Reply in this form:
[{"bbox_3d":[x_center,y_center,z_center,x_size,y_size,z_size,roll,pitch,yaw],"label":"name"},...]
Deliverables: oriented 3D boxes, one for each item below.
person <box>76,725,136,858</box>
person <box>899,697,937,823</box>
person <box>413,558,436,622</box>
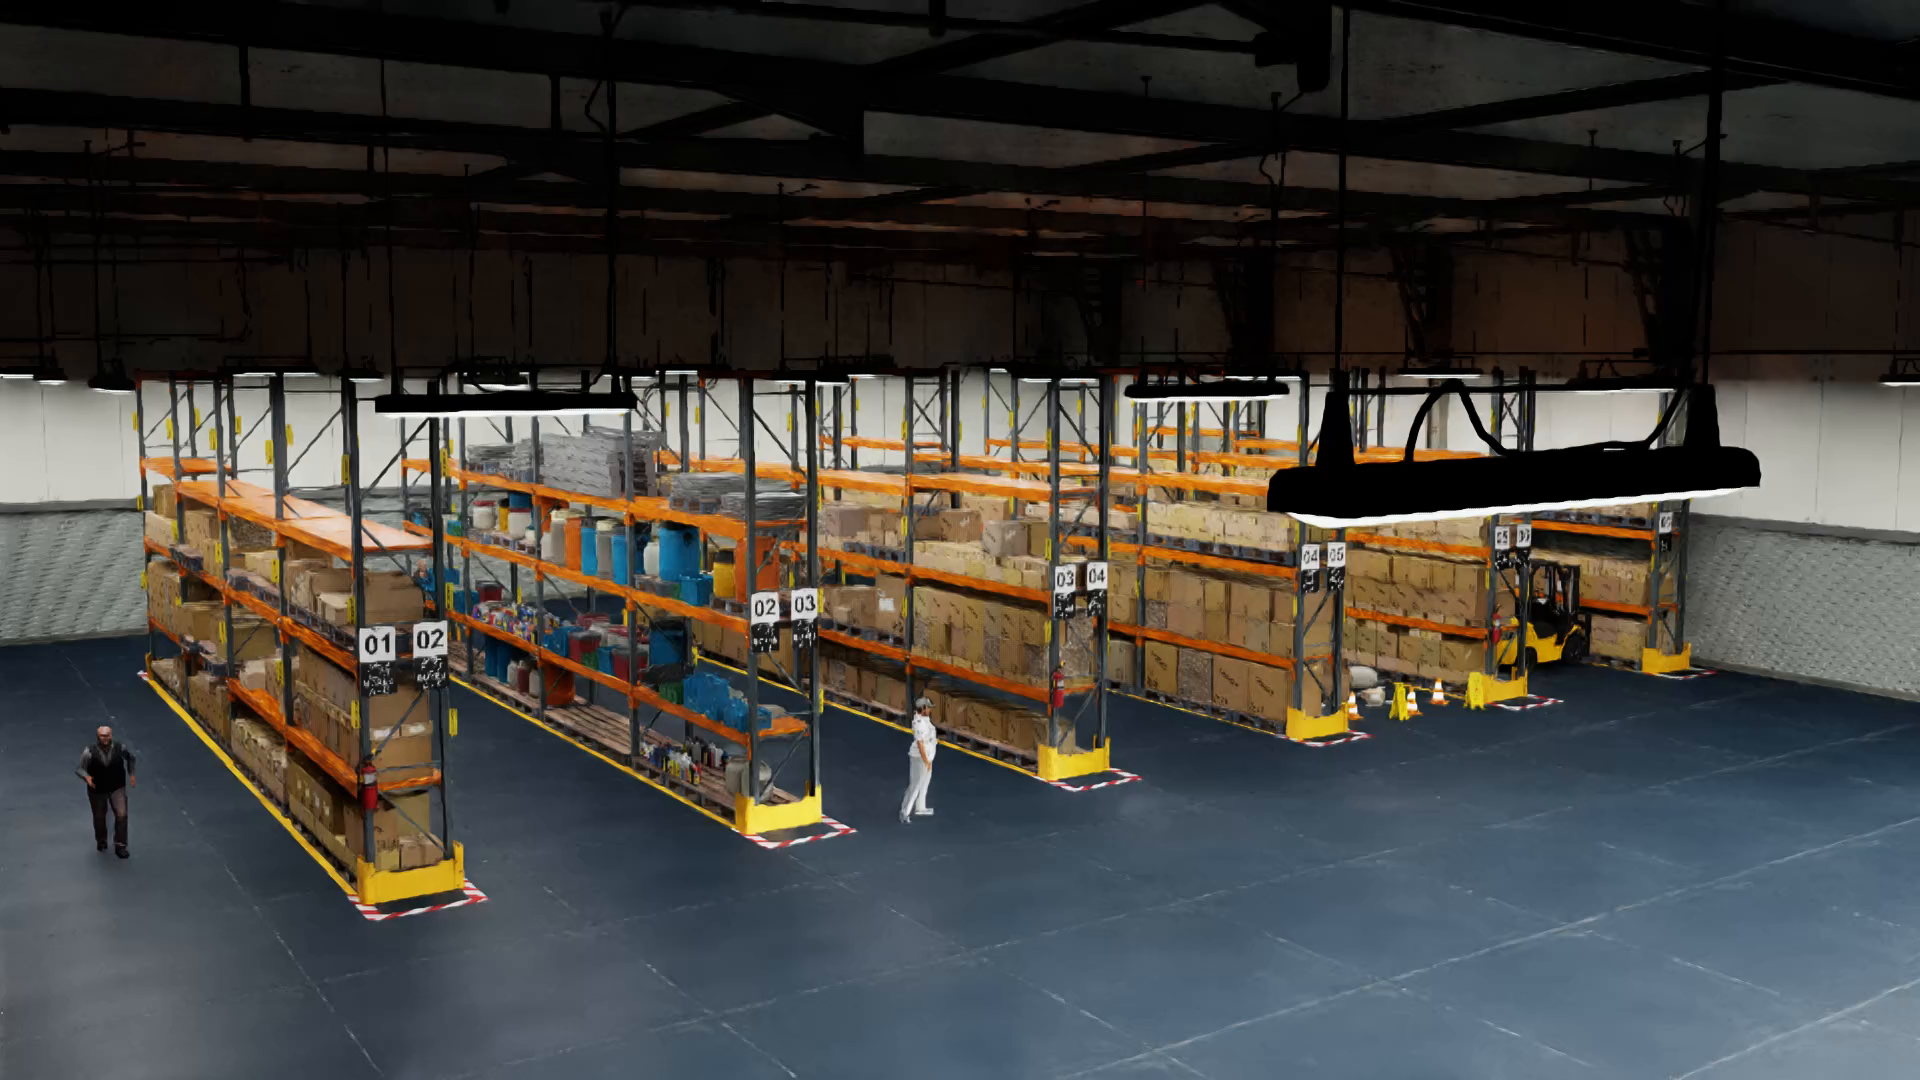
[{"bbox_3d":[-10.770,3.141,21.003,0.680,1.658,0.866,-3,7,-28],"label":"person"},{"bbox_3d":[-0.572,2.973,22.572,0.486,1.660,0.687,1,6,5],"label":"person"},{"bbox_3d":[-11.887,1.275,37.091,0.612,1.768,0.632,0,6,2],"label":"person"}]
